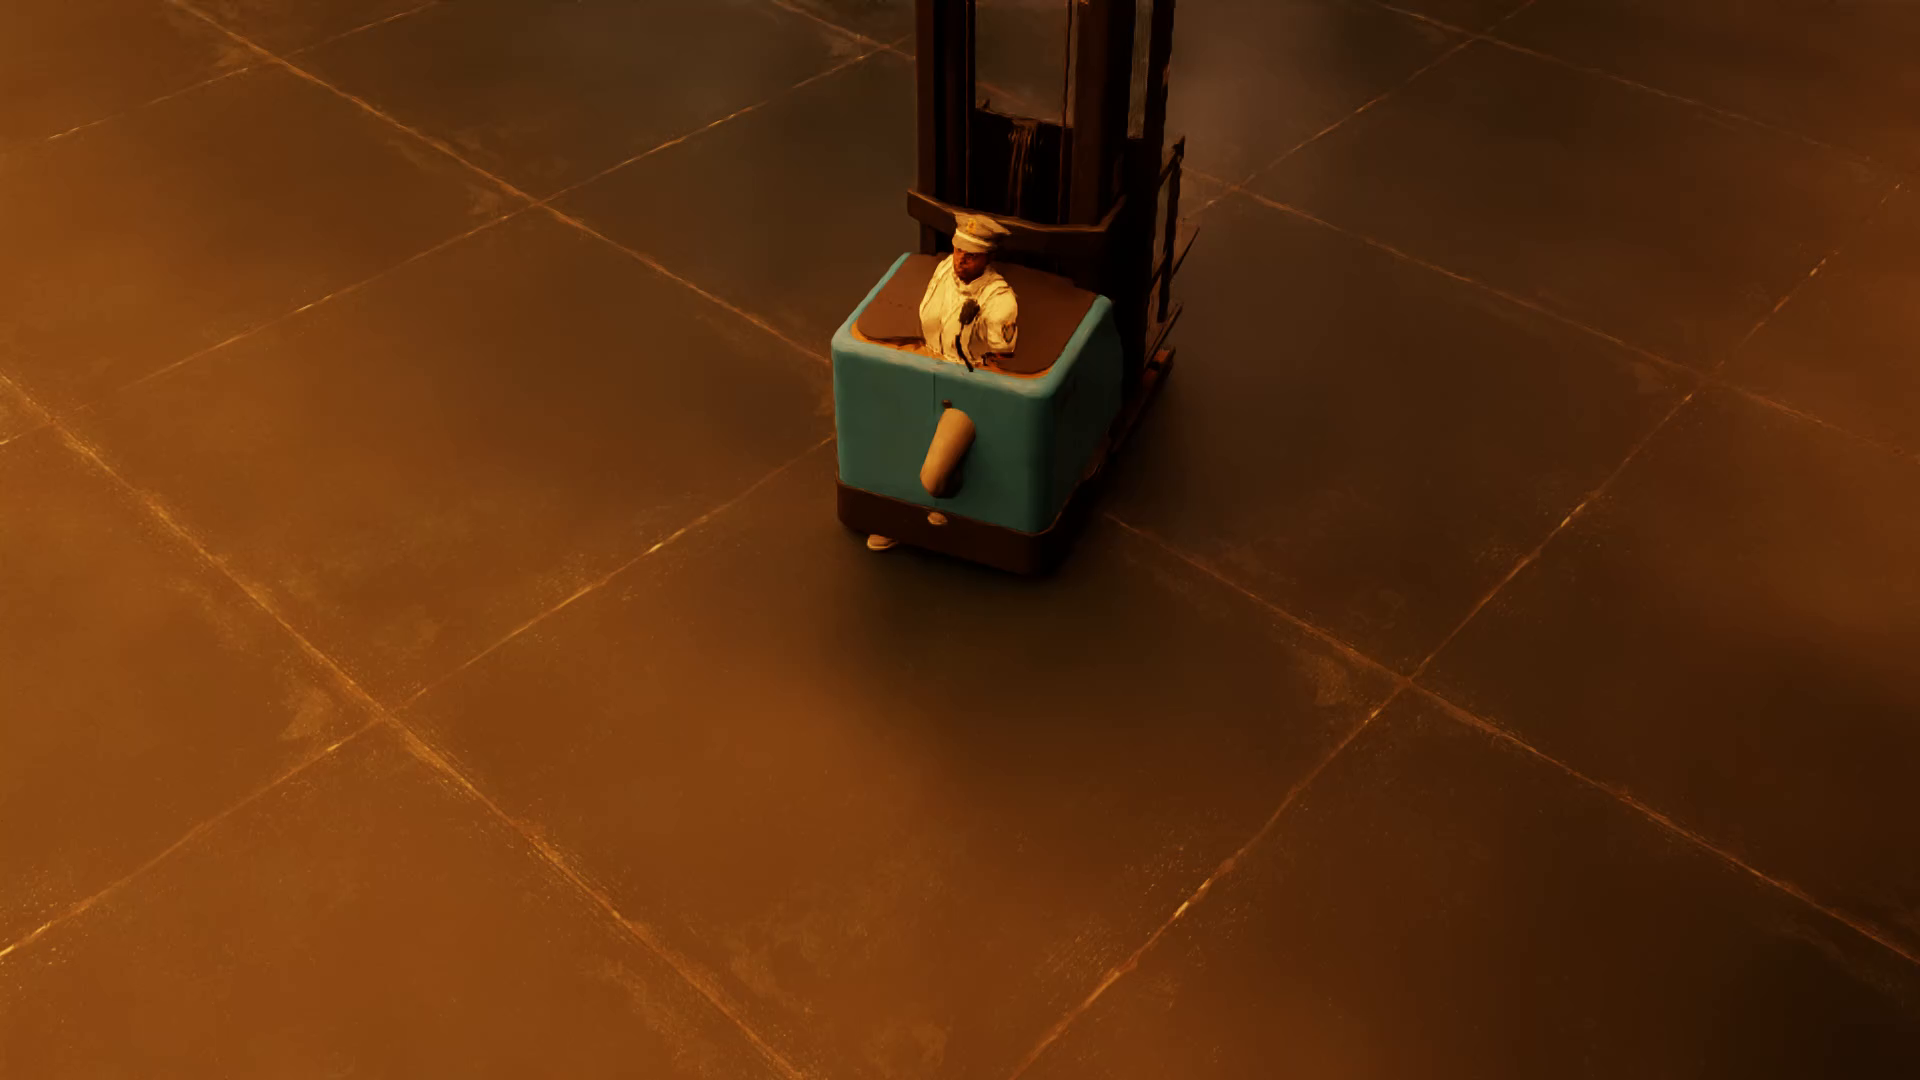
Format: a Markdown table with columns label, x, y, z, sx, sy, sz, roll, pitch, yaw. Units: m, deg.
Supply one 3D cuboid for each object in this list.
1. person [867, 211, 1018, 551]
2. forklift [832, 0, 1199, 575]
| label | x | y | z | sx | sy | sz | roll | pitch | yaw |
| --- | --- | --- | --- | --- | --- | --- | --- | --- | --- |
| person | -0.065 | -0.622 | 7.090 | 0.570 | 1.695 | 0.558 | 31 | 49 | 31 |
| forklift | 0.468 | -1.920 | 7.666 | 1.130 | 2.935 | 3.031 | 15 | 43 | 17 |
